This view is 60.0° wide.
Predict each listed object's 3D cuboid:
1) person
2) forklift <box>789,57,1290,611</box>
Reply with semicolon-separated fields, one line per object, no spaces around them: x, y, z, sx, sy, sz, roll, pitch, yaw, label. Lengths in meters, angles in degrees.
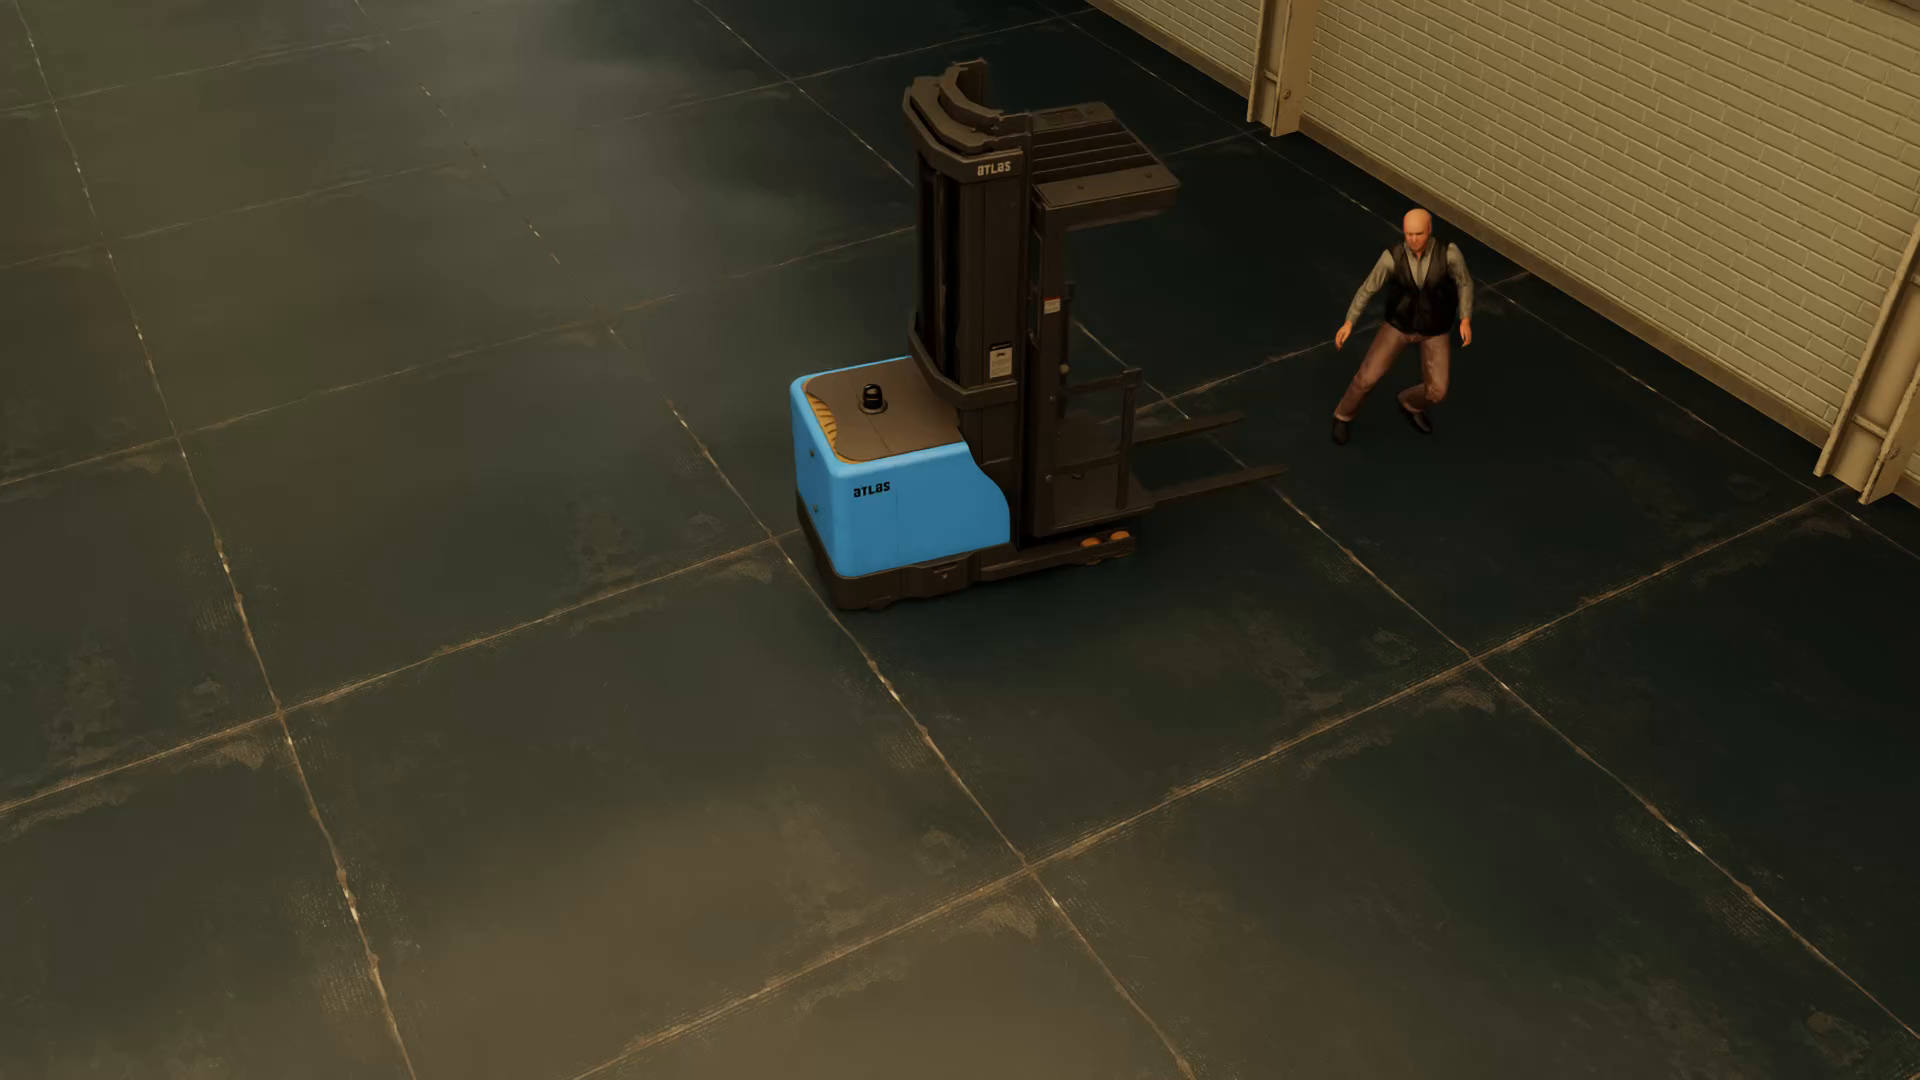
2.867;-1.366;10.735;0.841;1.596;0.559;9;41;11;person
0.552;-1.283;9.583;3.031;2.935;1.130;-13;41;-15;forklift
